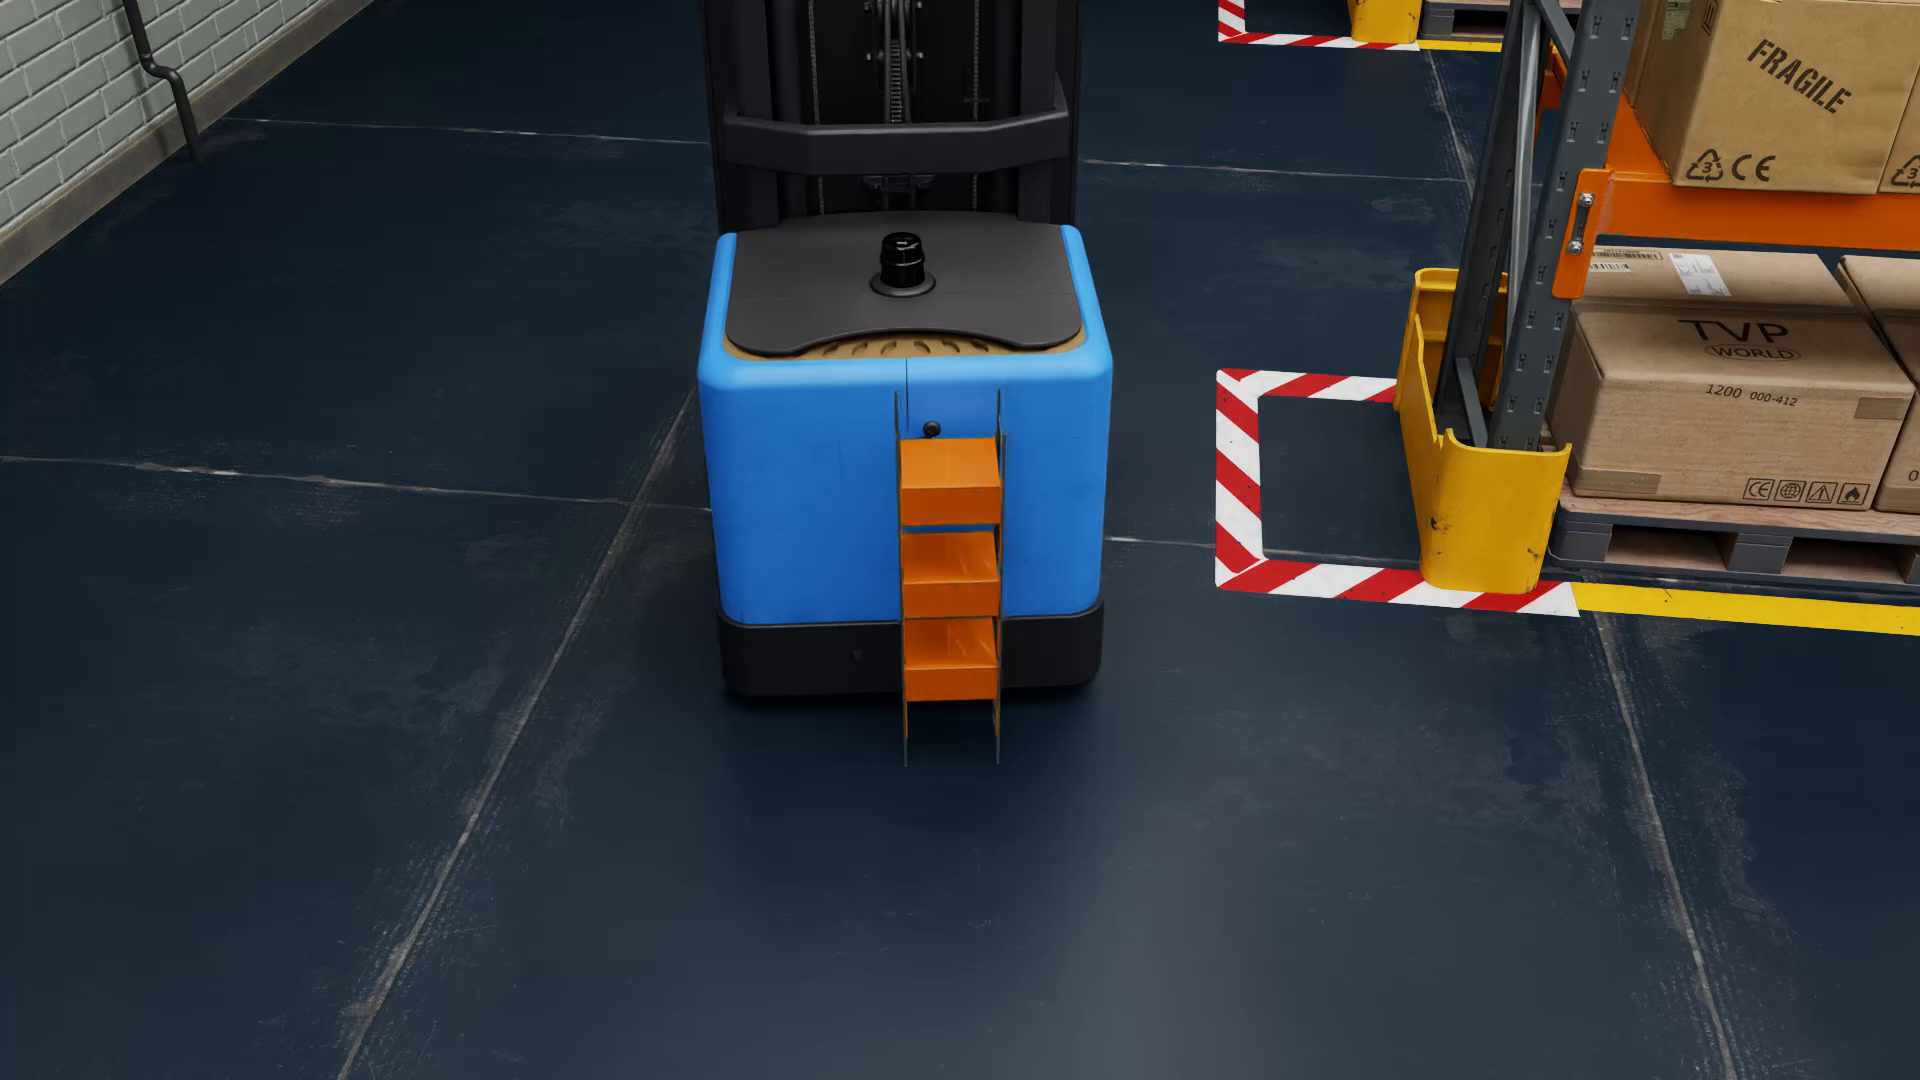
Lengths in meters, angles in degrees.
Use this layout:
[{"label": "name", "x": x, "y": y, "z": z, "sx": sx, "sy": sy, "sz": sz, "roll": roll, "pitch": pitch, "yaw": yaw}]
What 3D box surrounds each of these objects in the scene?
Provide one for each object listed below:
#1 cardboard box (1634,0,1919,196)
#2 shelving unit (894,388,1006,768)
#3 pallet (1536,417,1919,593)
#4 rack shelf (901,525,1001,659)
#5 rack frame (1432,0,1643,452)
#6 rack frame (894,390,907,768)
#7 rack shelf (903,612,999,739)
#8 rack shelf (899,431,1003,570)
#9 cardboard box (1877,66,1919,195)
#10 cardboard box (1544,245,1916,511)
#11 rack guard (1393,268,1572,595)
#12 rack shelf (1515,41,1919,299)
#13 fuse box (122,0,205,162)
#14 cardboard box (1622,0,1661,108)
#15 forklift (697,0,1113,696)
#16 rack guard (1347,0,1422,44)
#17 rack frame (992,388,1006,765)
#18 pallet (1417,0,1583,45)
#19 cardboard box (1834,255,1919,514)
[{"label": "cardboard box", "x": 2.115, "y": -1.238, "z": 4.317, "sx": 0.500, "sy": 0.500, "sz": 0.500, "roll": 4, "pitch": 36, "yaw": 6}, {"label": "shelving unit", "x": -0.026, "y": 0.122, "z": 4.170, "sx": 0.252, "sy": 1.050, "sz": 0.215, "roll": -2, "pitch": 37, "yaw": -2}, {"label": "pallet", "x": 2.478, "y": -0.250, "z": 5.418, "sx": 1.213, "sy": 0.211, "sz": 1.003, "roll": 4, "pitch": 36, "yaw": 6}, {"label": "rack shelf", "x": -0.026, "y": 0.130, "z": 4.176, "sx": 0.240, "sy": 0.259, "sz": 0.215, "roll": -2, "pitch": 37, "yaw": -2}, {"label": "rack frame", "x": 1.675, "y": -1.399, "z": 4.628, "sx": 0.127, "sy": 3.000, "sz": 1.000, "roll": 4, "pitch": 36, "yaw": 6}, {"label": "rack frame", "x": -0.148, "y": 0.125, "z": 4.165, "sx": 0.008, "sy": 1.050, "sz": 0.200, "roll": -2, "pitch": 37, "yaw": -2}, {"label": "rack shelf", "x": -0.026, "y": 0.351, "z": 4.345, "sx": 0.240, "sy": 0.259, "sz": 0.215, "roll": -2, "pitch": 37, "yaw": -2}, {"label": "rack shelf", "x": -0.025, "y": -0.096, "z": 4.004, "sx": 0.240, "sy": 0.259, "sz": 0.215, "roll": -2, "pitch": 37, "yaw": -2}, {"label": "cardboard box", "x": 2.620, "y": -1.217, "z": 4.287, "sx": 0.500, "sy": 0.500, "sz": 0.500, "roll": 4, "pitch": 36, "yaw": 5}, {"label": "cardboard box", "x": 2.343, "y": -0.535, "z": 5.262, "sx": 0.875, "sy": 0.438, "sz": 0.875, "roll": 3, "pitch": 36, "yaw": 4}, {"label": "rack guard", "x": 1.651, "y": -0.383, "z": 5.356, "sx": 0.348, "sy": 0.500, "sz": 1.175, "roll": 4, "pitch": 36, "yaw": 6}, {"label": "rack shelf", "x": 3.659, "y": -0.958, "z": 4.629, "sx": 4.000, "sy": 0.370, "sz": 1.077, "roll": 4, "pitch": 36, "yaw": 6}, {"label": "fuse box", "x": -3.508, "y": -2.478, "z": 7.248, "sx": 0.414, "sy": 1.711, "sz": 0.539, "roll": 4, "pitch": 36, "yaw": 6}, {"label": "cardboard box", "x": 2.187, "y": -1.556, "z": 4.762, "sx": 0.500, "sy": 0.500, "sz": 0.500, "roll": 4, "pitch": 36, "yaw": 6}, {"label": "forklift", "x": -0.206, "y": -1.599, "z": 4.968, "sx": 1.130, "sy": 2.935, "sz": 3.031, "roll": -2, "pitch": 36, "yaw": -2}, {"label": "rack guard", "x": 2.379, "y": -3.236, "z": 9.354, "sx": 0.348, "sy": 0.500, "sz": 1.175, "roll": 4, "pitch": 36, "yaw": 6}, {"label": "rack frame", "x": 0.096, "y": 0.118, "z": 4.174, "sx": 0.008, "sy": 1.050, "sz": 0.200, "roll": -2, "pitch": 37, "yaw": -2}, {"label": "pallet", "x": 3.170, "y": -3.060, "z": 9.356, "sx": 1.213, "sy": 0.211, "sz": 1.003, "roll": 4, "pitch": 36, "yaw": 6}, {"label": "cardboard box", "x": 3.251, "y": -0.473, "z": 5.174, "sx": 0.875, "sy": 0.438, "sz": 0.875, "roll": 5, "pitch": 36, "yaw": 7}]
